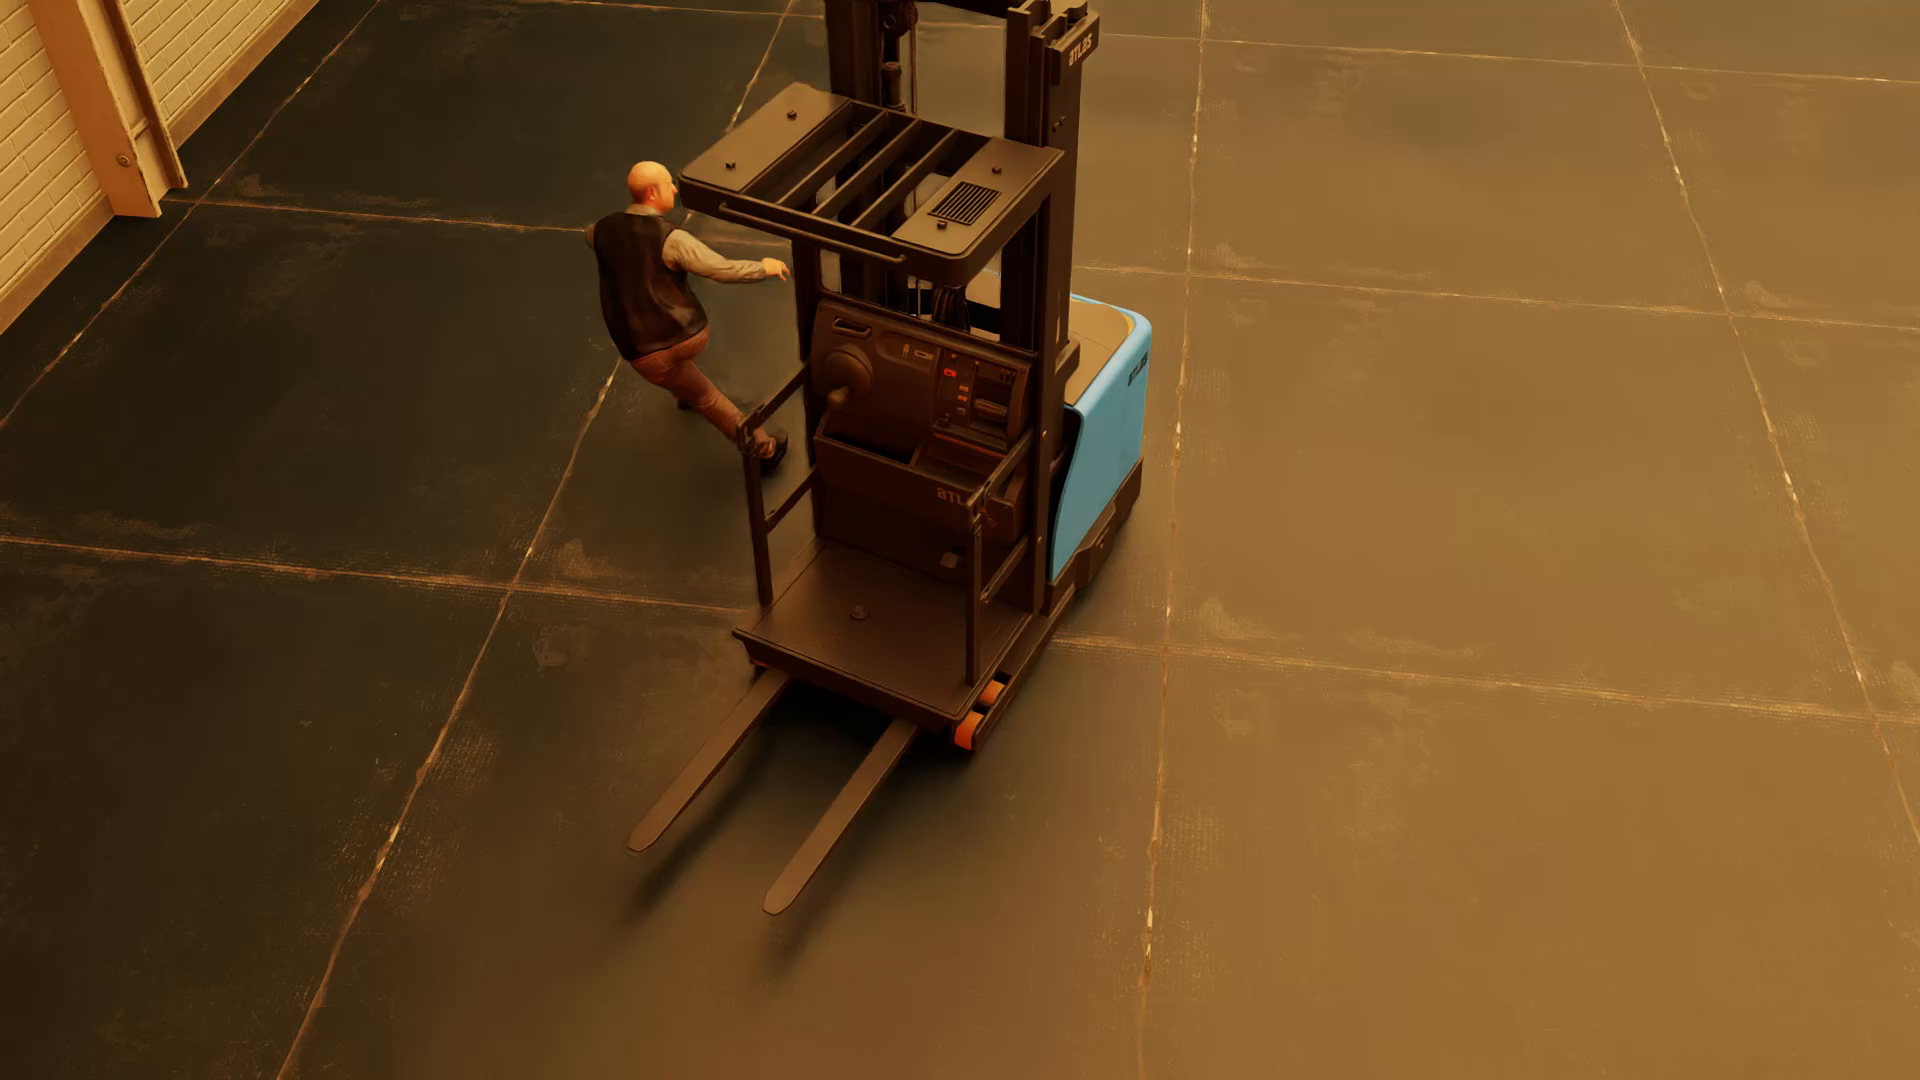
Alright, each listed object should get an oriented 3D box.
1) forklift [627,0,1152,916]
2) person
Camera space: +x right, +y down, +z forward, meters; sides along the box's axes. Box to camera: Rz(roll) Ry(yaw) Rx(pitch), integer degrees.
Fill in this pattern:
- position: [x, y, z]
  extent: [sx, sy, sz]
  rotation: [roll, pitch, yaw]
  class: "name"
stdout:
- position: [-0.263, -0.554, 6.327]
  extent: [1.130, 2.935, 3.031]
  rotation: [20, 46, 20]
  class: "forklift"
- position: [-1.290, -1.146, 8.027]
  extent: [0.960, 1.476, 0.928]
  rotation: [-4, 43, -4]
  class: "person"
